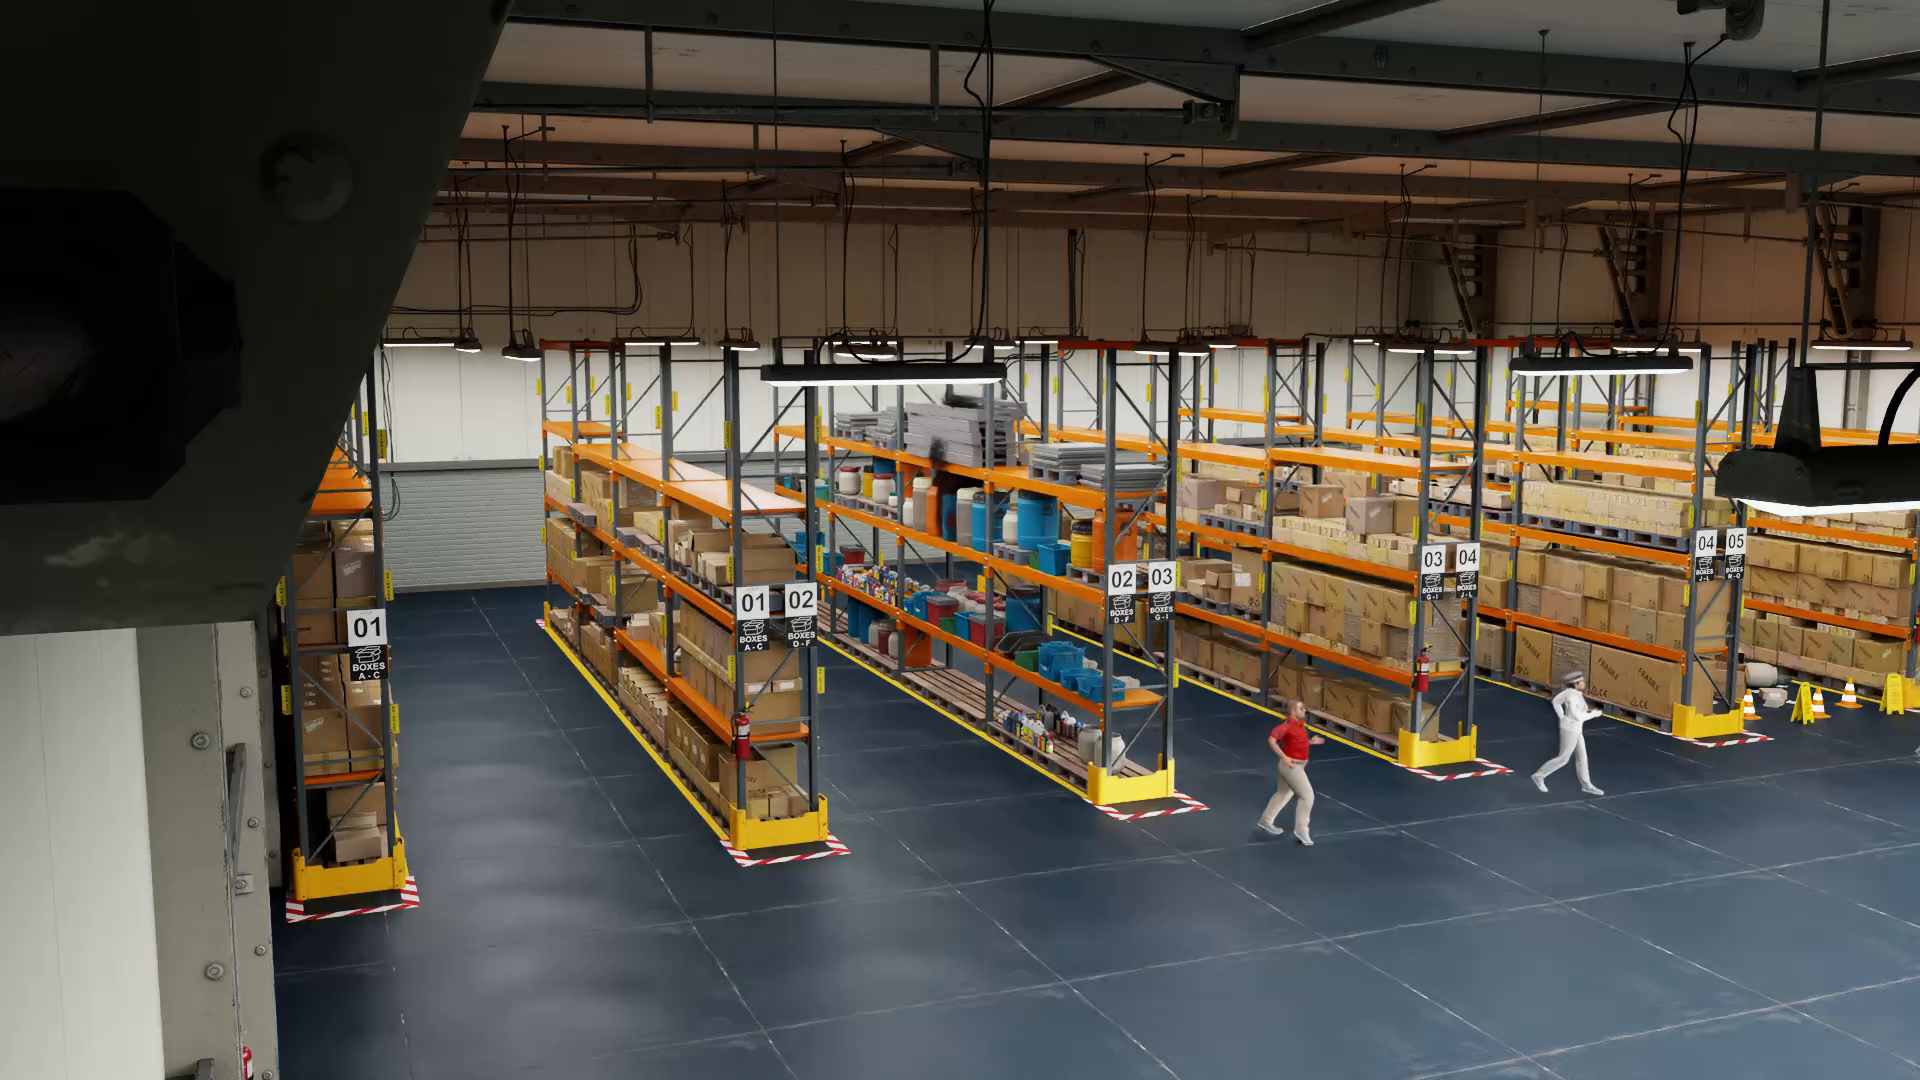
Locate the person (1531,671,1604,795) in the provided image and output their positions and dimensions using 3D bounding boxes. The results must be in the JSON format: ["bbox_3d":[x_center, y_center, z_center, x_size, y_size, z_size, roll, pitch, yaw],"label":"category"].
[{"bbox_3d":[8.158,2.568,22.240,0.938,1.678,0.618,2,8,18],"label":"person"}]

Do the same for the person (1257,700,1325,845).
[{"bbox_3d":[4.074,2.850,20.469,0.791,1.810,0.640,2,8,13],"label":"person"}]

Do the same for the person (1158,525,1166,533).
[{"bbox_3d":[5.149,0.116,41.433,0.671,1.744,0.754,-4,8,-27],"label":"person"}]
